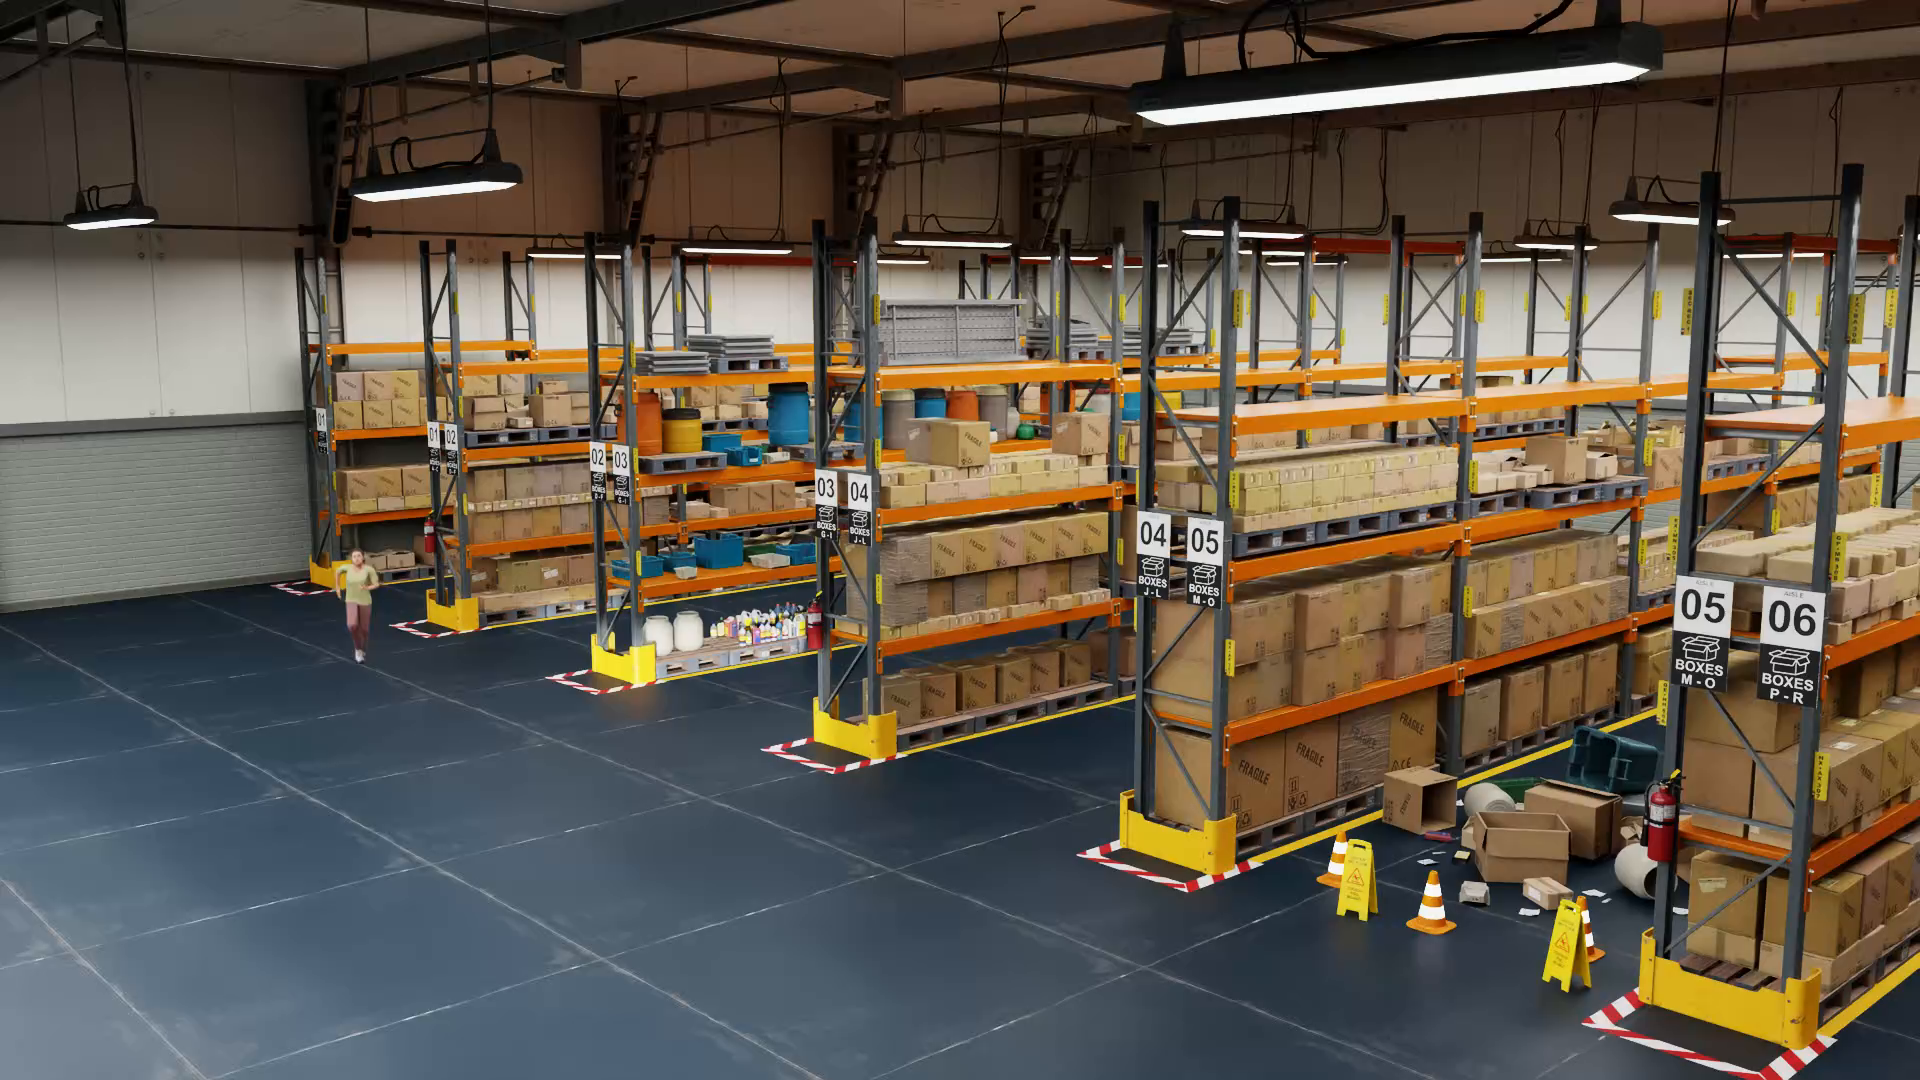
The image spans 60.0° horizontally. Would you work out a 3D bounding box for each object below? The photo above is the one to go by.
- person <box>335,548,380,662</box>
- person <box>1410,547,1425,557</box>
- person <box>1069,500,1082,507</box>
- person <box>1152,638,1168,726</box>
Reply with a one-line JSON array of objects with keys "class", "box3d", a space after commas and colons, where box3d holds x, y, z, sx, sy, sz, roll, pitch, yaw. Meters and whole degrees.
[{"class": "person", "box3d": [-8.492, 0.905, 23.465, 0.608, 1.624, 0.764, -2, 9, -15]}, {"class": "person", "box3d": [6.739, 0.833, 24.418, 0.588, 1.541, 0.511, -6, 11, -37]}, {"class": "person", "box3d": [2.232, -0.261, 31.110, 0.791, 1.810, 0.695, -6, 10, -36]}, {"class": "person", "box3d": [2.448, 1.755, 18.071, 1.091, 1.615, 0.663, -8, 11, -42]}]
